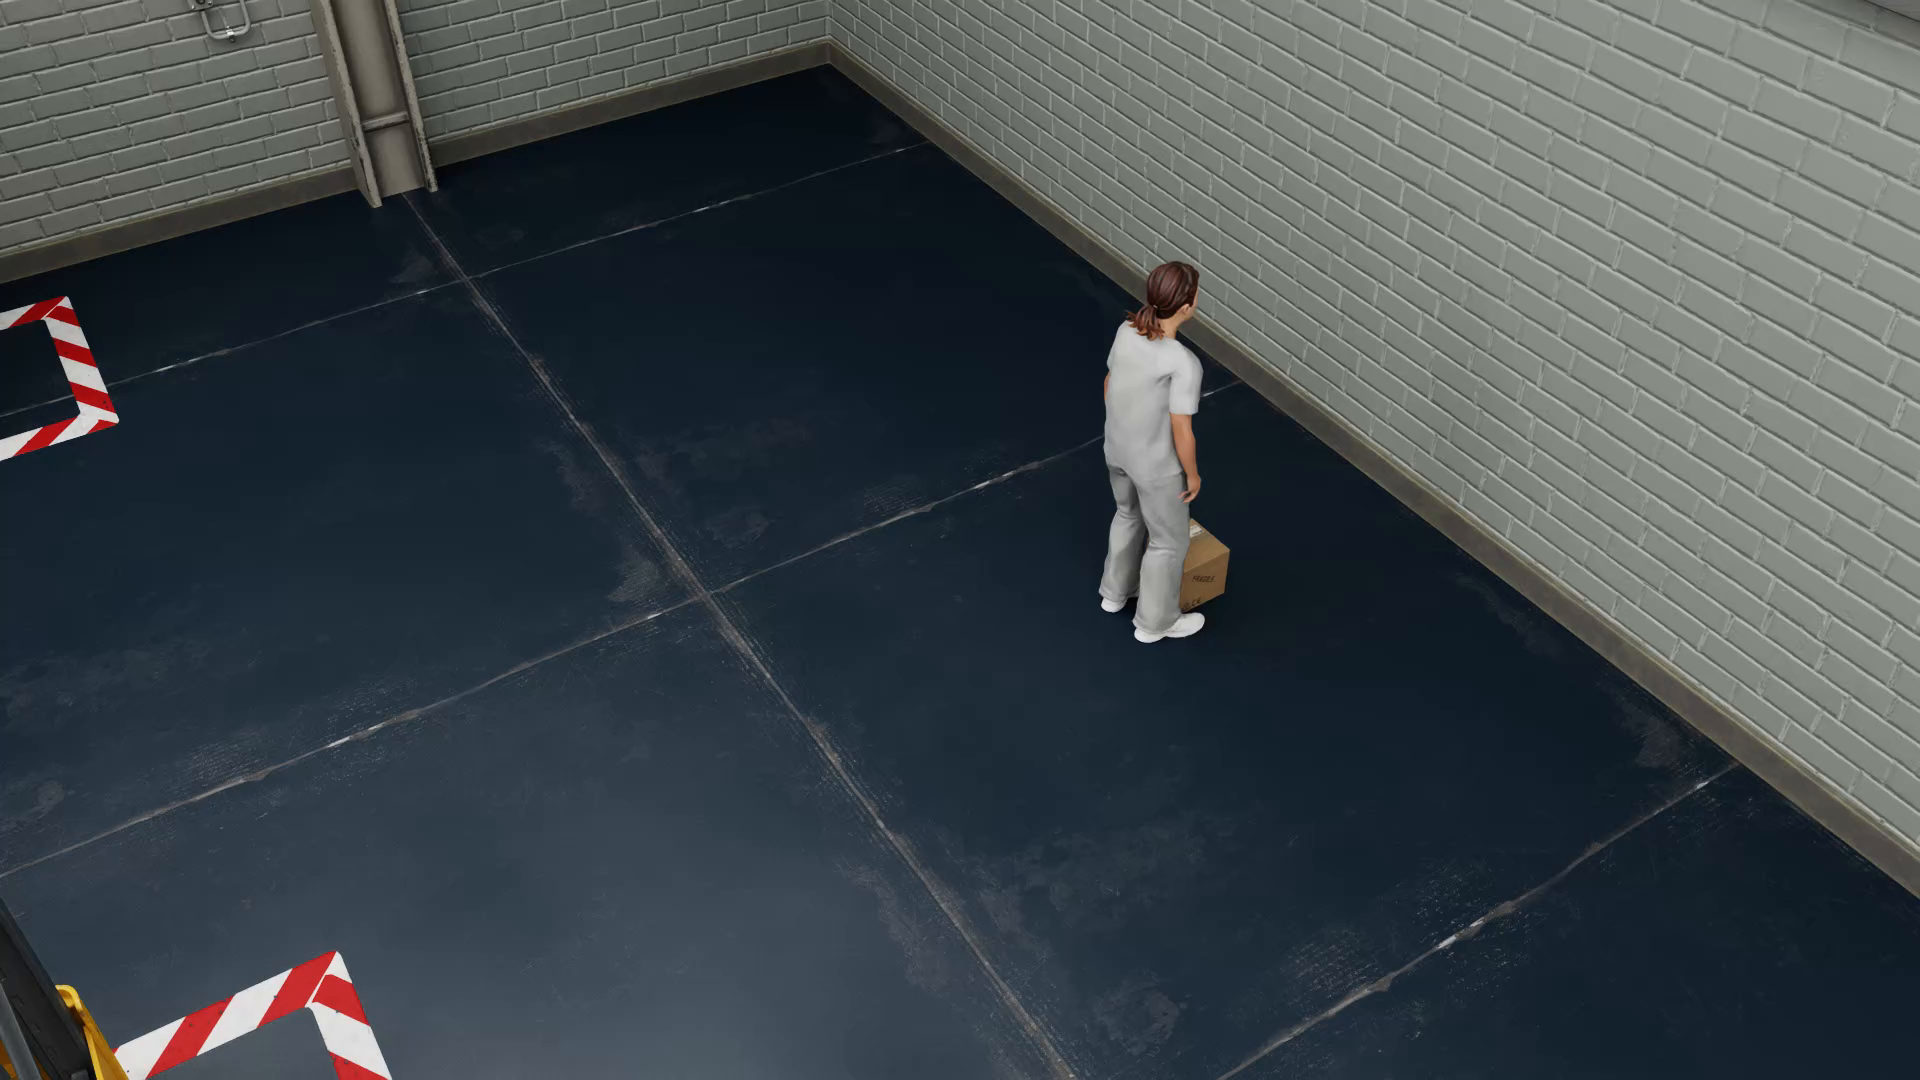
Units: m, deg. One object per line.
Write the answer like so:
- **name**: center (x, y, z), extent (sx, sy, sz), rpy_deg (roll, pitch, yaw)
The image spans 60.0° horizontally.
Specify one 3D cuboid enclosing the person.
- **person**: center (0.761, -0.333, 6.544), extent (0.363, 1.671, 0.508), rpy_deg (-25, 47, -26)
